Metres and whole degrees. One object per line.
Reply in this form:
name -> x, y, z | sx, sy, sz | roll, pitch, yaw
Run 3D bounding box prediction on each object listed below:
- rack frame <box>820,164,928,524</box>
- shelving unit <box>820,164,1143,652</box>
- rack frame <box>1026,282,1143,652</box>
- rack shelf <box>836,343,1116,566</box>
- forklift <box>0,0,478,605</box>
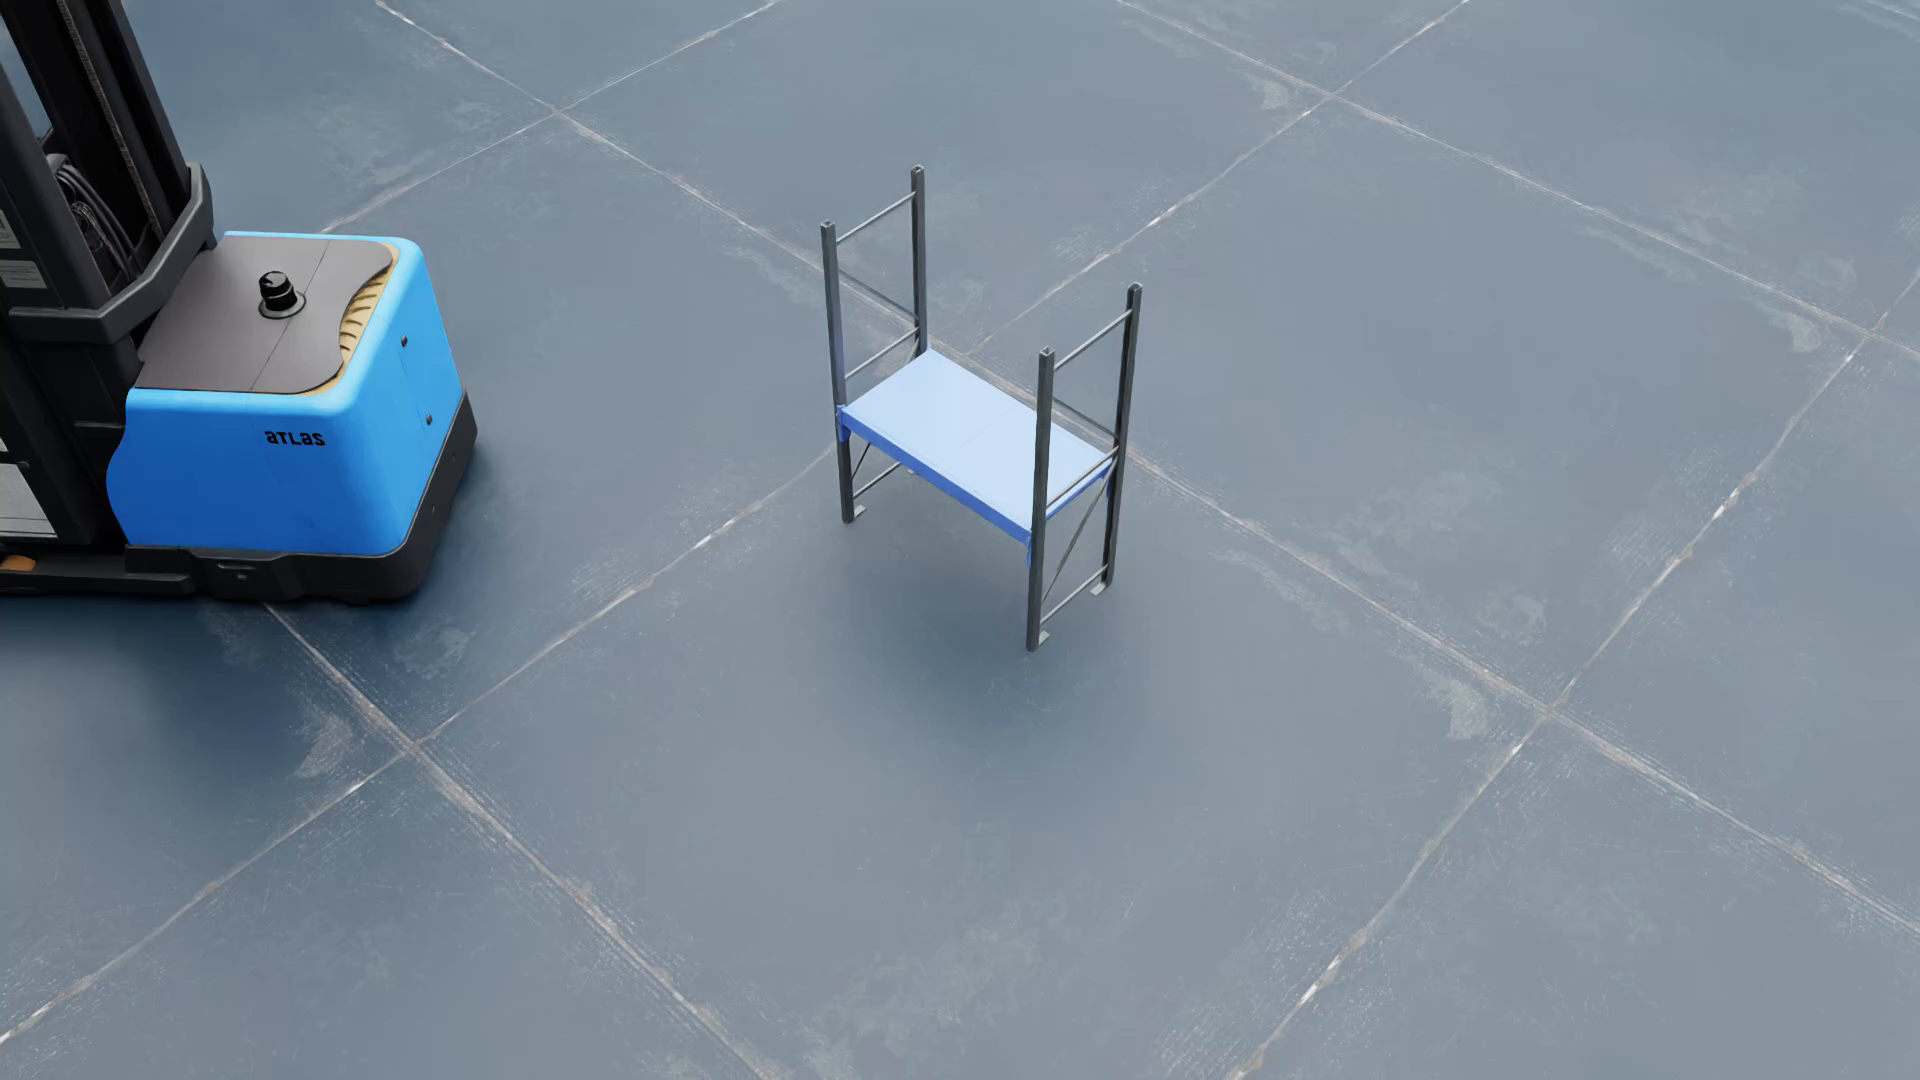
rack frame -> -0.311, -0.723, 6.508 | 0.032, 1.500, 0.500 | 34, 55, 28
shelving unit -> 0.063, -0.471, 6.272 | 1.048, 1.500, 0.538 | 34, 55, 28
rack frame -> 0.436, -0.220, 6.036 | 0.032, 1.500, 0.500 | 34, 55, 28
rack shelf -> 0.063, -0.348, 6.403 | 1.000, 0.185, 0.538 | 34, 55, 28
forklift -> -3.624, -1.167, 5.944 | 3.031, 2.935, 1.130 | 3, 47, 2
